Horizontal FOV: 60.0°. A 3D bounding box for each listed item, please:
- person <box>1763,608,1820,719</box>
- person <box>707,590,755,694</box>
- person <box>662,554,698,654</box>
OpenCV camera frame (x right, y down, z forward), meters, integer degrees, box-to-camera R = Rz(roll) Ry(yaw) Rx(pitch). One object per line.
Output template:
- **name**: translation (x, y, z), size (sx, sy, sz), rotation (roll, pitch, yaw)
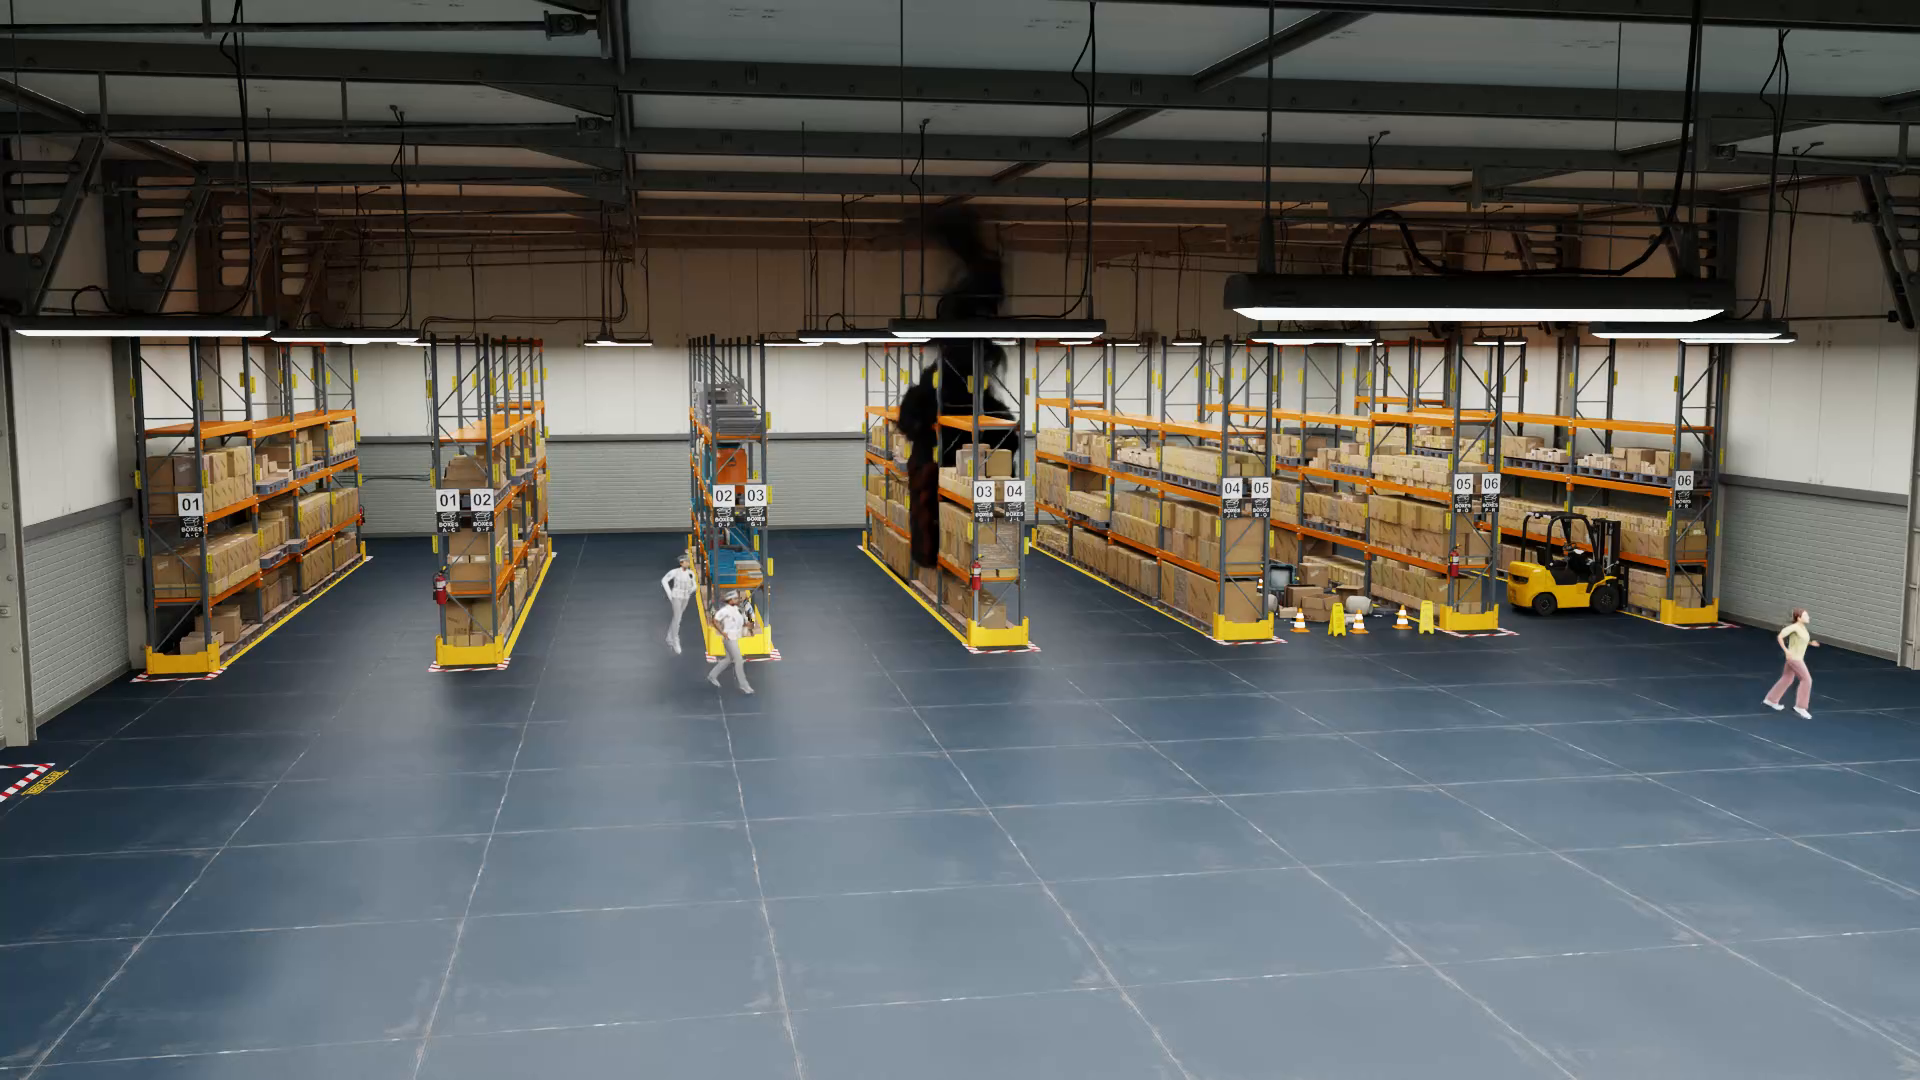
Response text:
- **person**: translation (13.068, 1.909, 26.105), size (0.723, 1.718, 0.569), rotation (5, 8, 35)
- **person**: translation (-3.834, 1.692, 27.848), size (0.870, 1.732, 0.572), rotation (1, 7, 12)
- **person**: translation (-5.107, 1.147, 30.504), size (0.647, 1.778, 0.598), rotation (6, 9, 44)
